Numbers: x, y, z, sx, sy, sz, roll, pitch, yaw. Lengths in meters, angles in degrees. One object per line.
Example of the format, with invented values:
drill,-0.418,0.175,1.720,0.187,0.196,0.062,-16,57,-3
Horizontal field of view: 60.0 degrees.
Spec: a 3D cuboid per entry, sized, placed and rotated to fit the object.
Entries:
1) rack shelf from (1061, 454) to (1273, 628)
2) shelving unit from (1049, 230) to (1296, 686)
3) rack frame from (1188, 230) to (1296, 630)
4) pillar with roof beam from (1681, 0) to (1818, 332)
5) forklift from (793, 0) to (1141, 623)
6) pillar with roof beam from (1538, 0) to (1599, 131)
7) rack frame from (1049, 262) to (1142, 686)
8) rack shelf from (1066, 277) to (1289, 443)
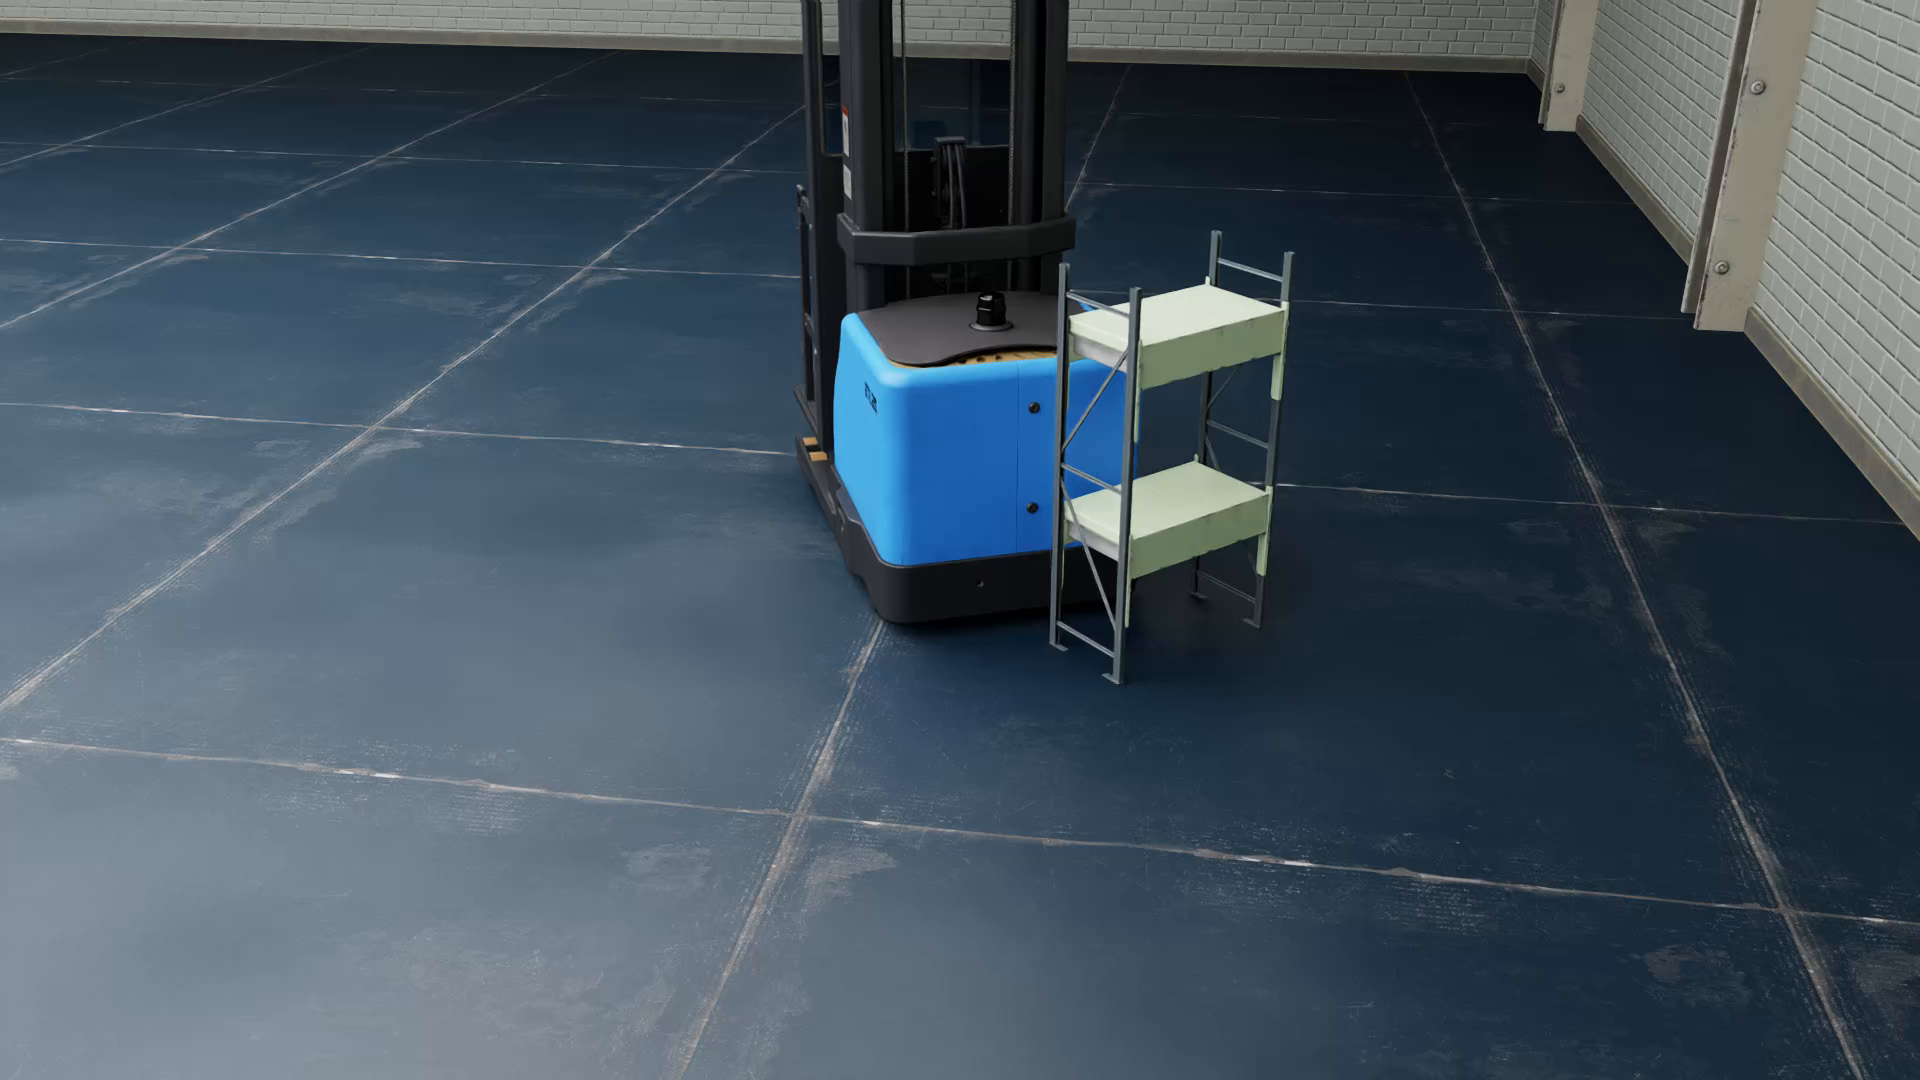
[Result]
rack shelf,0.766,-0.011,6.273,0.720,0.370,0.431,-18,30,-33
shelving unit,0.766,-0.306,6.135,0.755,1.500,0.431,-18,30,-33
rack frame,1.059,-0.399,6.333,0.023,1.500,0.400,-18,30,-33
pillar with roof beam,0.333,-5.706,8.825,9.100,9.000,0.400,4,25,9
forklift,-0.160,-1.609,7.230,1.130,2.935,3.031,-6,26,-13
pillar with roof beam,1.314,-8.215,14.186,9.100,9.000,0.400,4,25,9
rack frame,0.472,-0.214,5.937,0.023,1.500,0.400,-18,30,-33
rack shelf,0.766,-0.660,5.970,0.720,0.370,0.431,-18,30,-33
